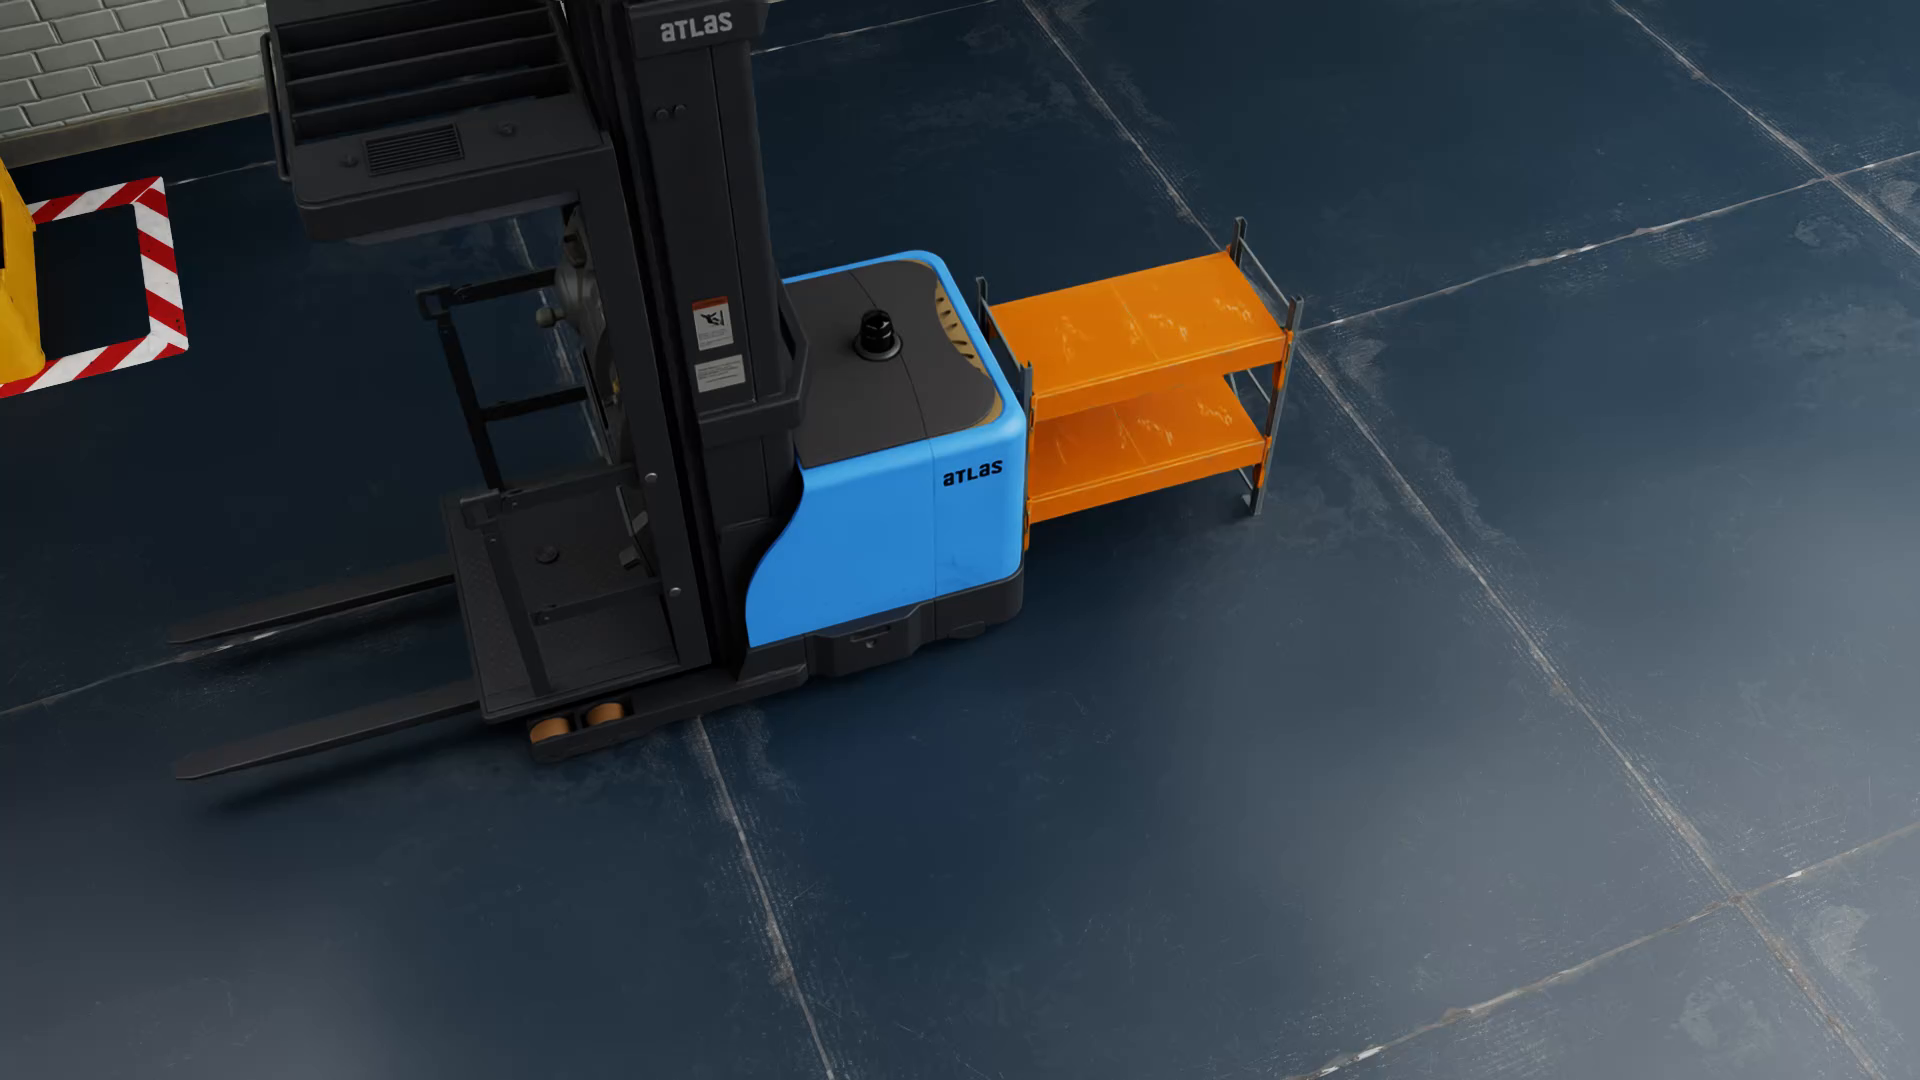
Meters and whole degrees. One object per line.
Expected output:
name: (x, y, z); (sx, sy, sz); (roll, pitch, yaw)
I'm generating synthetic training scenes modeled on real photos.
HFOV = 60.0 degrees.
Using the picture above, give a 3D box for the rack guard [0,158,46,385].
rack guard: (-4.344, -1.247, 7.332); (0.348, 0.500, 1.175); (-17, 52, -14)

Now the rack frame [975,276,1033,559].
rack frame: (0.151, -0.389, 6.184); (0.032, 1.125, 0.500); (-15, 51, -12)

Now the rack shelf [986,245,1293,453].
rack shelf: (0.631, -0.708, 6.072); (1.000, 0.278, 0.538); (-15, 51, -12)

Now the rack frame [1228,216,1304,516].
rack frame: (1.110, -0.645, 6.404); (0.032, 1.125, 0.500); (-15, 51, -12)

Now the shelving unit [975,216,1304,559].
shelving unit: (0.631, -0.517, 6.294); (1.048, 1.125, 0.538); (-15, 51, -12)

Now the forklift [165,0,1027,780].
forklift: (-1.336, -0.623, 5.194); (3.031, 2.935, 1.130); (-15, 51, -12)

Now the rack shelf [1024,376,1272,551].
rack shelf: (0.631, -0.358, 6.479); (1.000, 0.278, 0.538); (-15, 51, -12)

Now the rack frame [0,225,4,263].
rack frame: (-4.366, -2.054, 6.378); (0.127, 3.000, 1.000); (-17, 52, -14)
